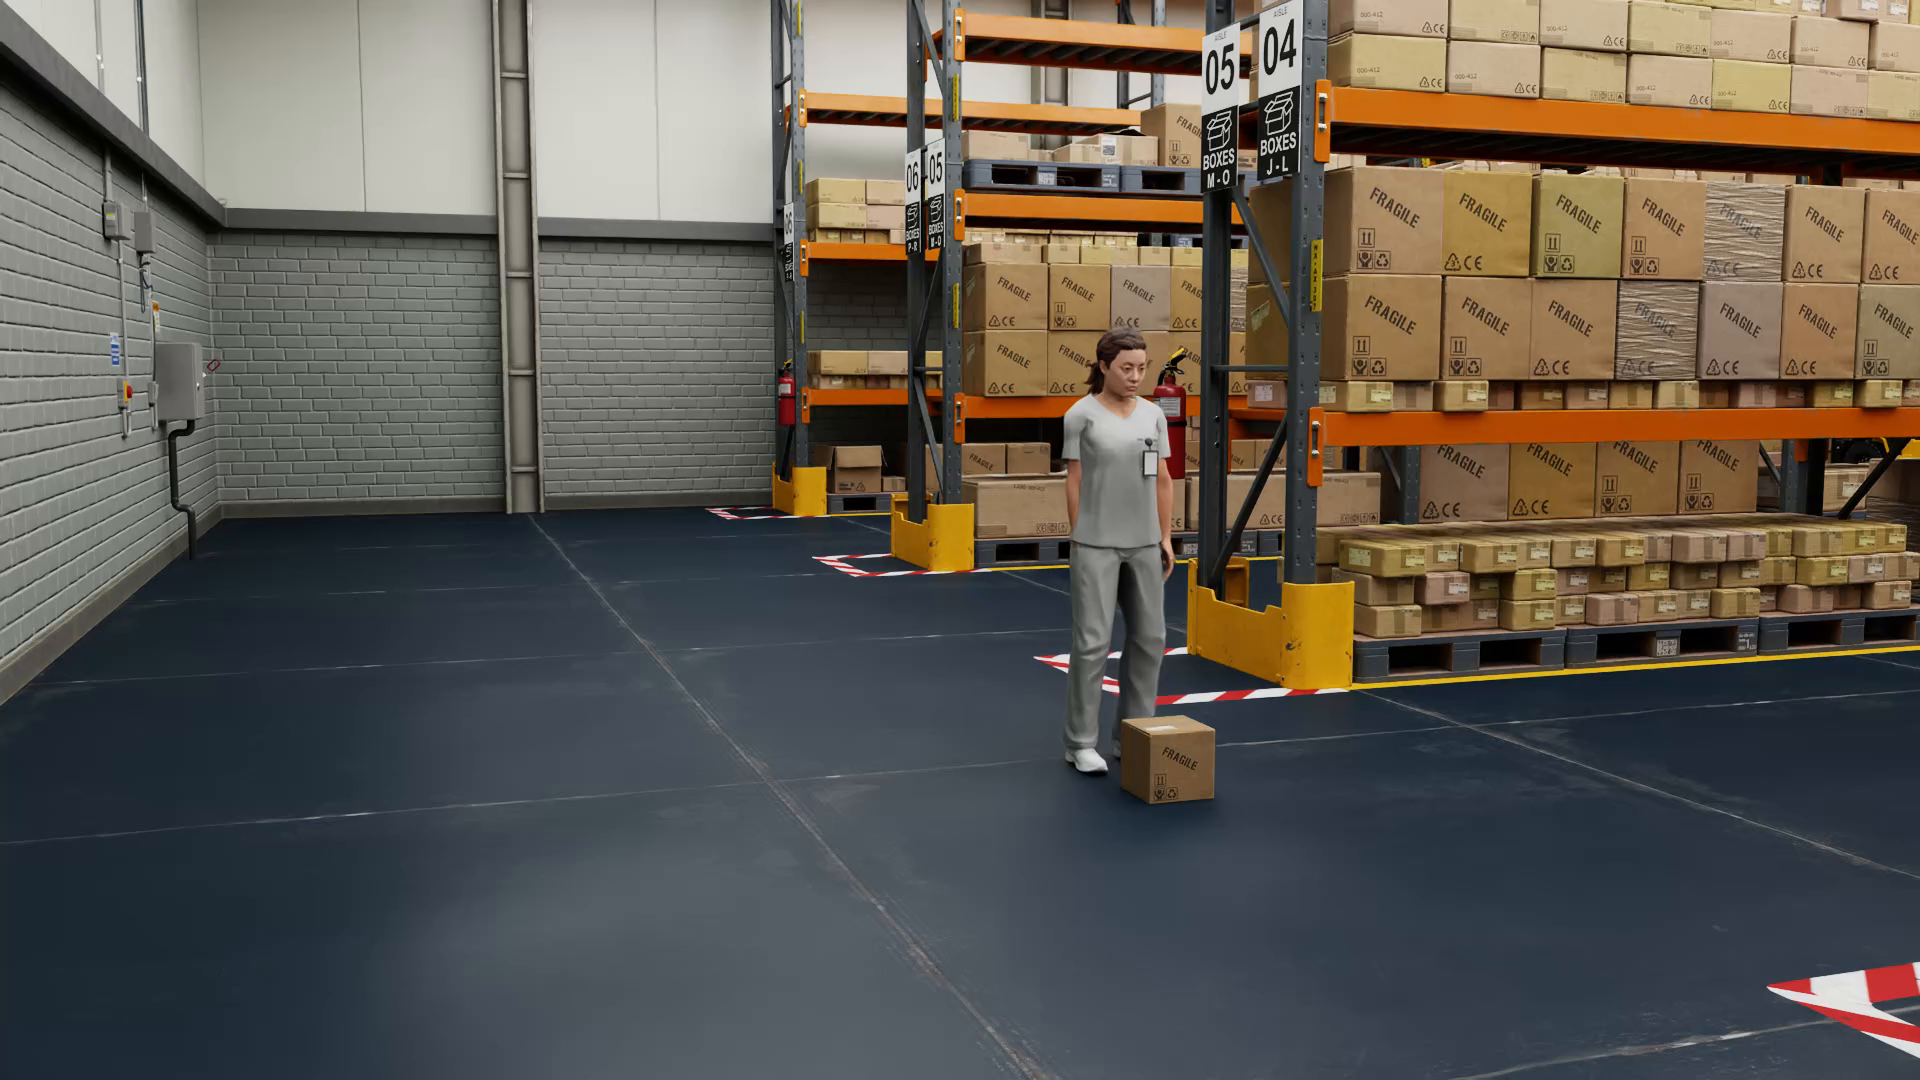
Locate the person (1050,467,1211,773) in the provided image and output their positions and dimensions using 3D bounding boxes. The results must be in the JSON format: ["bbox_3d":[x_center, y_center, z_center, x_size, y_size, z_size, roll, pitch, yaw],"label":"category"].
[{"bbox_3d":[0.639,0.292,6.234,0.495,1.159,0.741,-2,6,-19],"label":"person"}]
